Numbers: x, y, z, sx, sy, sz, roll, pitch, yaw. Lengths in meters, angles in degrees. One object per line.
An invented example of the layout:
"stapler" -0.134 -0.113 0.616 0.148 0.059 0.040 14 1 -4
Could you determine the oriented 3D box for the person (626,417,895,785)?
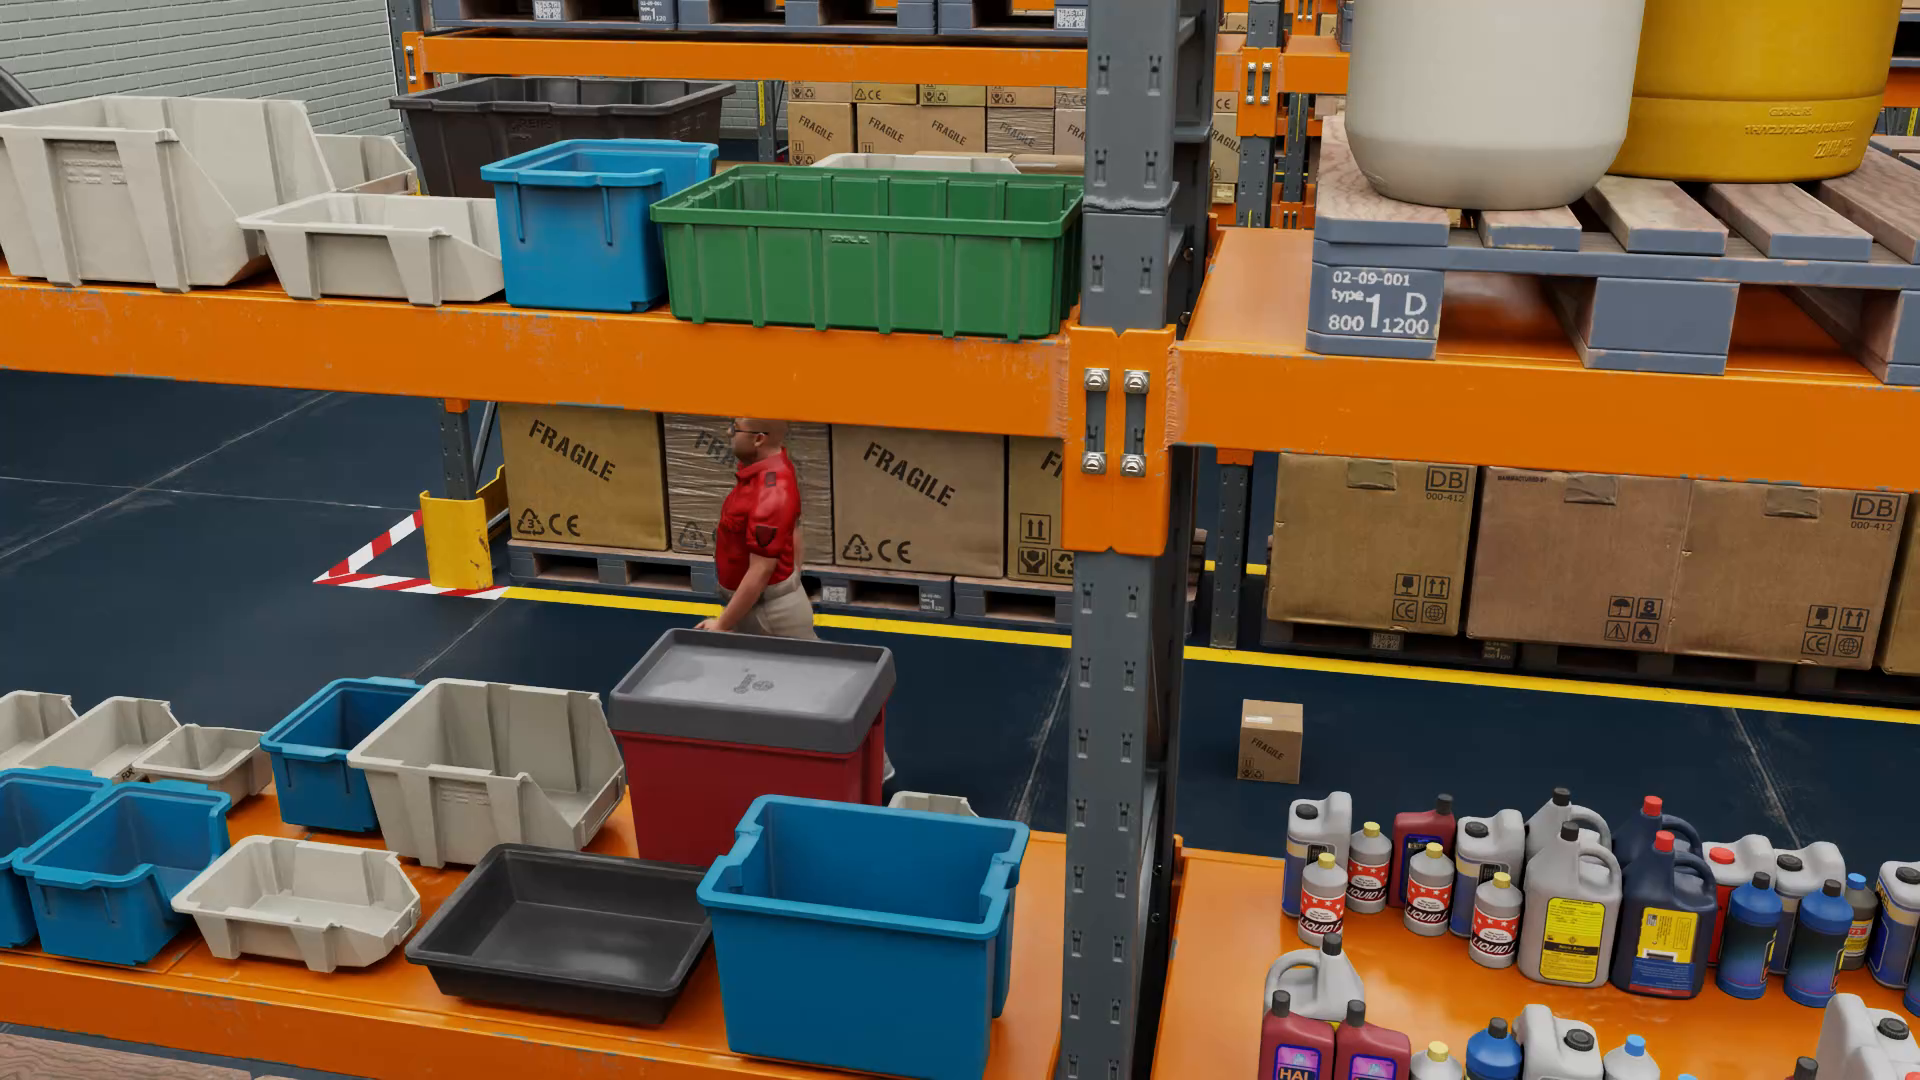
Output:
"person" -0.807 0.260 6.426 1.060 1.663 0.544 -5 22 -12
